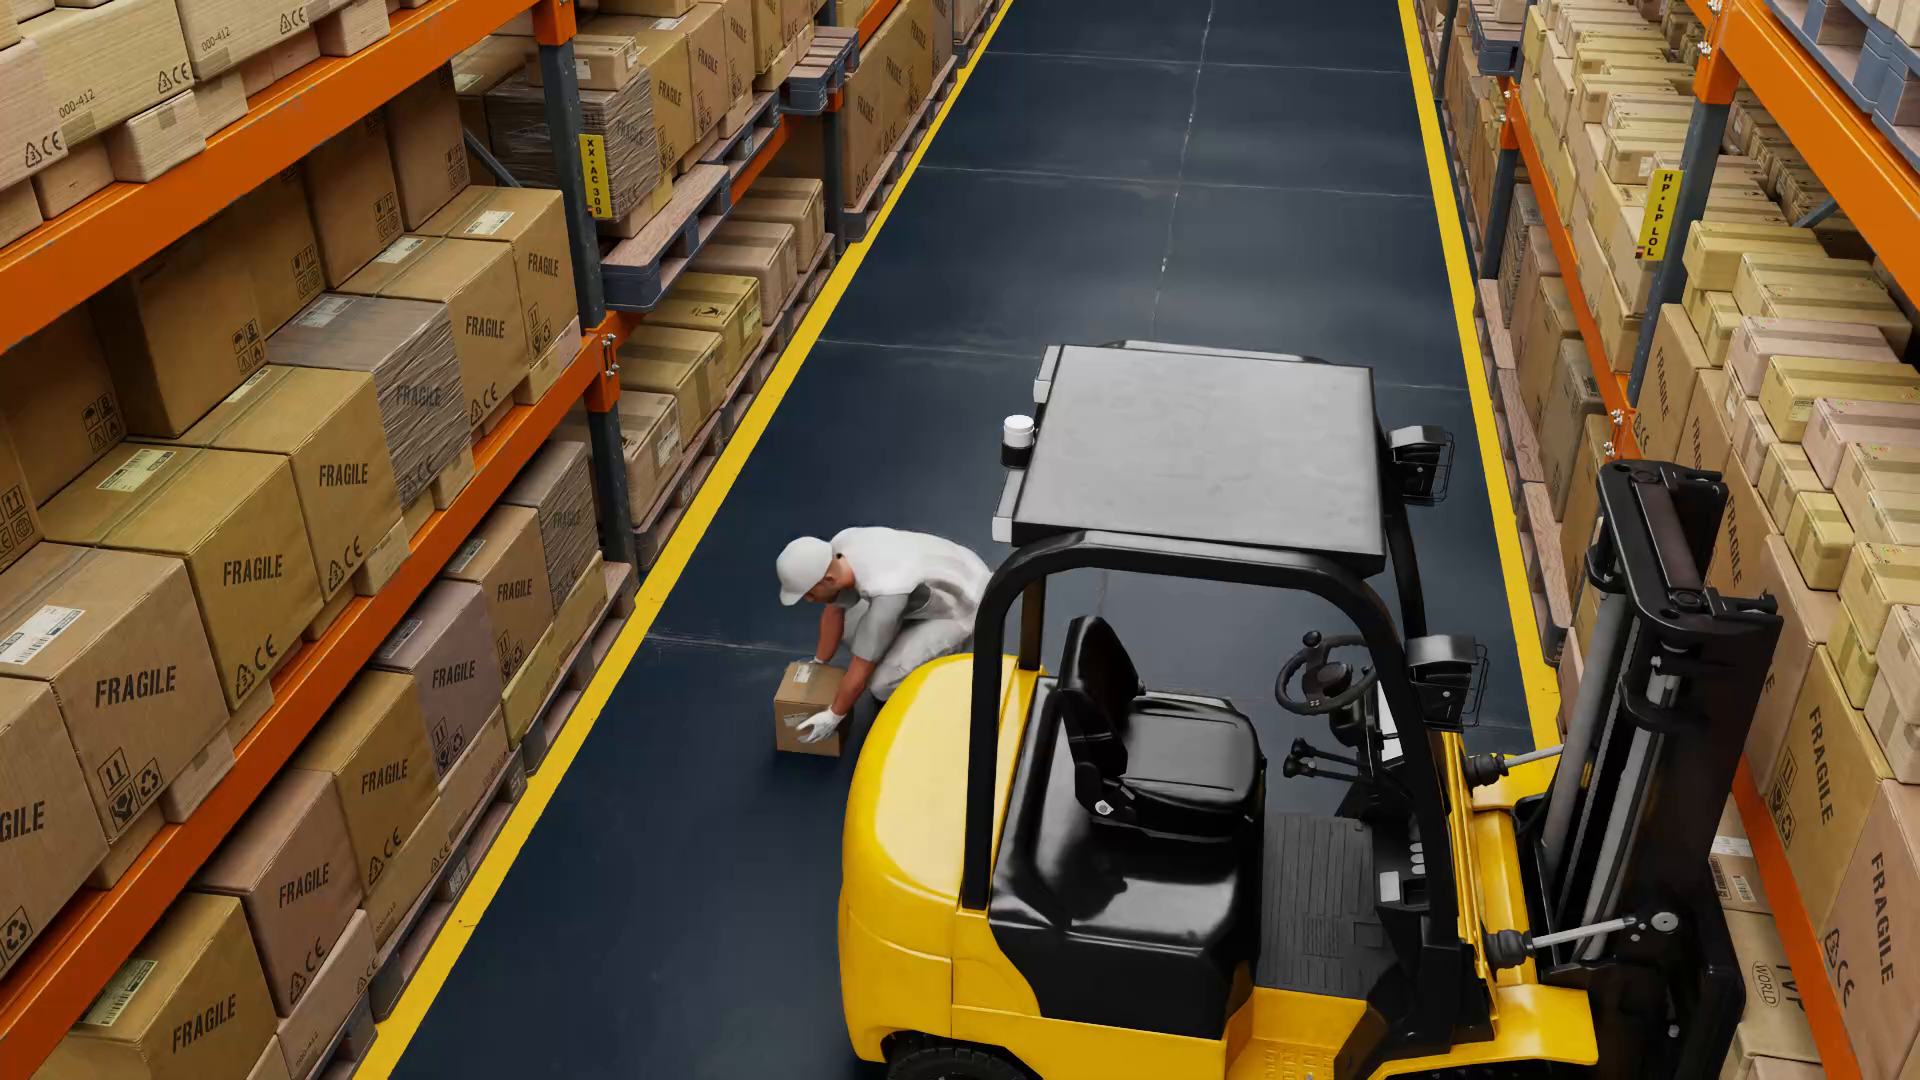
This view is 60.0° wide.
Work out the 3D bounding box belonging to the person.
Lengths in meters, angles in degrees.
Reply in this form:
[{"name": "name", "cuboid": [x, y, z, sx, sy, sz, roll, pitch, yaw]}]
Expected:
[{"name": "person", "cuboid": [-0.260, 0.325, 6.385, 0.881, 0.956, 0.571, -11, 34, -16]}]
